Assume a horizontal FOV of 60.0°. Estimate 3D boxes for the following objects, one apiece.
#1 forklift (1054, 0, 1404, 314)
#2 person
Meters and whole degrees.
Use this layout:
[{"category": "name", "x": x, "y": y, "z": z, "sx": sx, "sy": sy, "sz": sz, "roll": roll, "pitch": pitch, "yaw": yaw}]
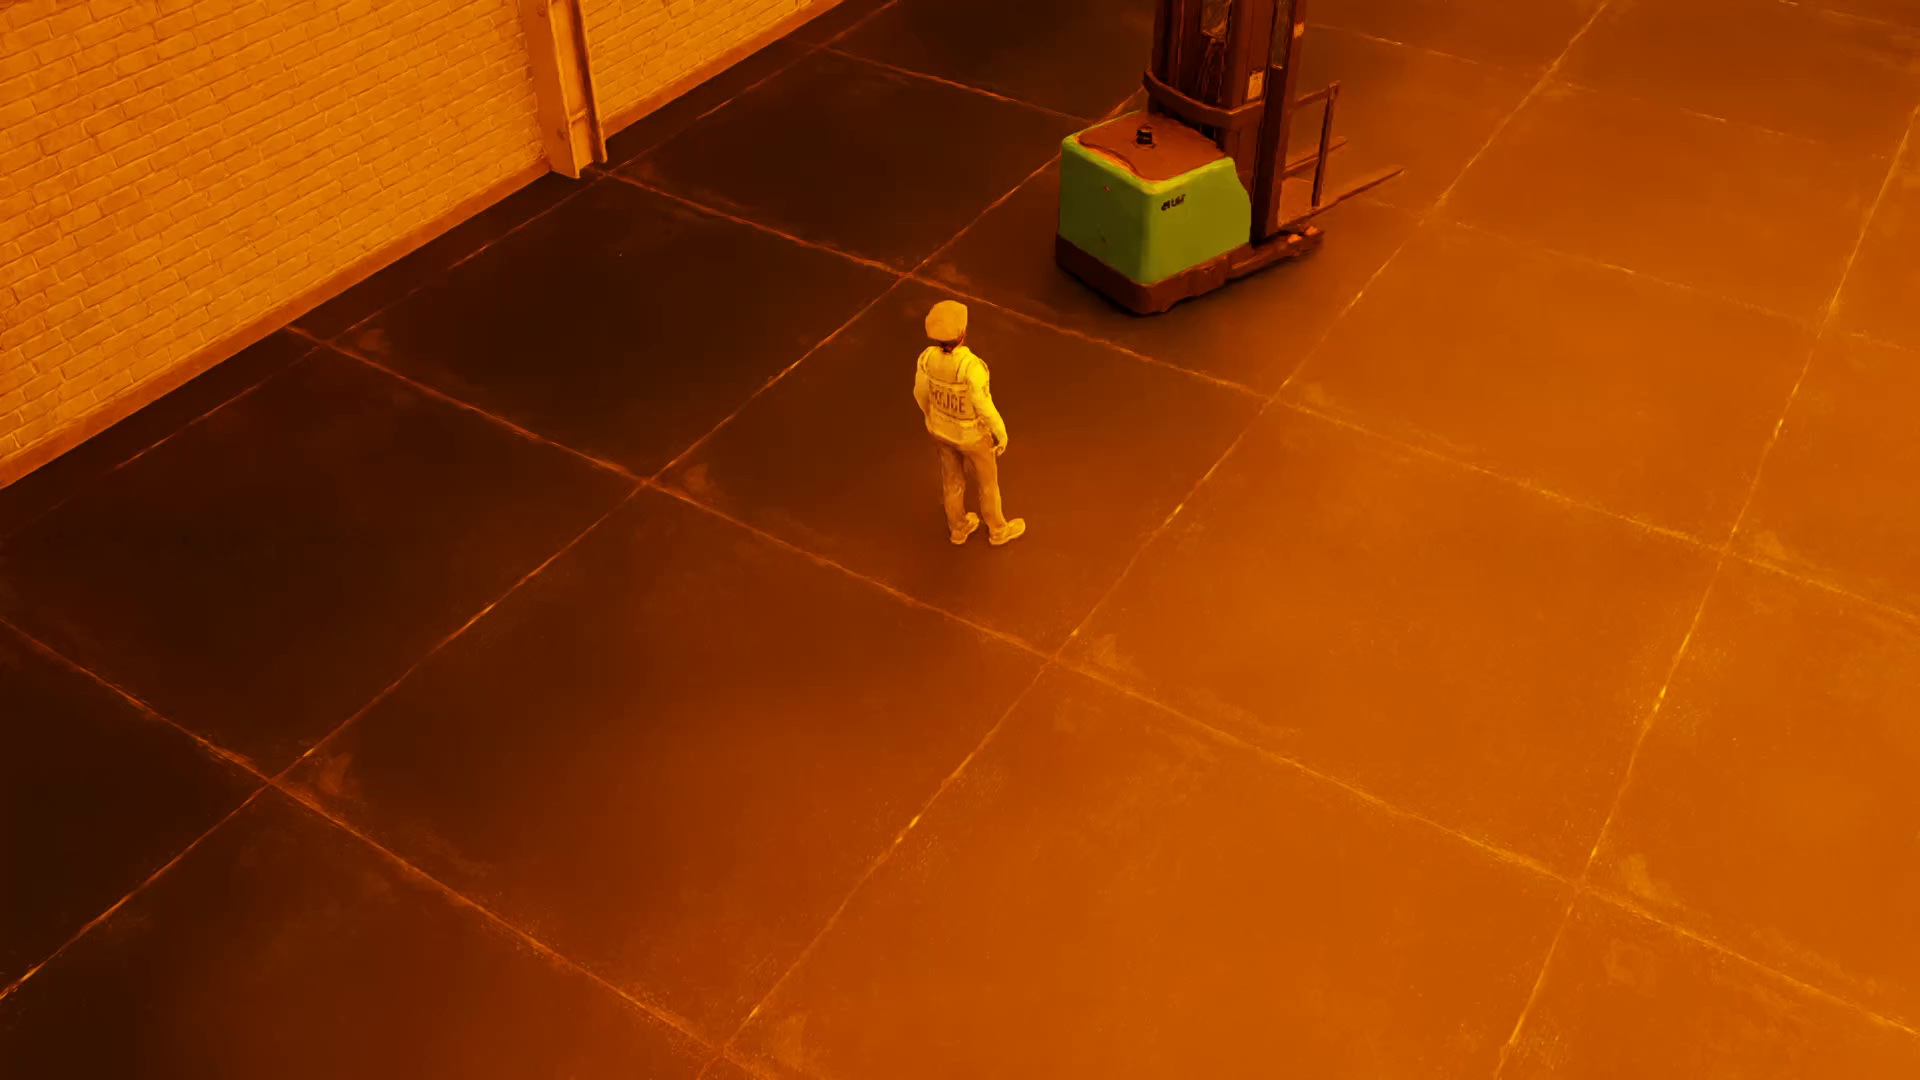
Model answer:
[{"category": "forklift", "x": 2.195, "y": -3.542, "z": 12.146, "sx": 3.031, "sy": 2.935, "sz": 1.130, "roll": -26, "pitch": 47, "yaw": -28}, {"category": "person", "x": 0.042, "y": -0.686, "z": 9.722, "sx": 0.586, "sy": 1.695, "sz": 0.532, "roll": 22, "pitch": 45, "yaw": 24}]
